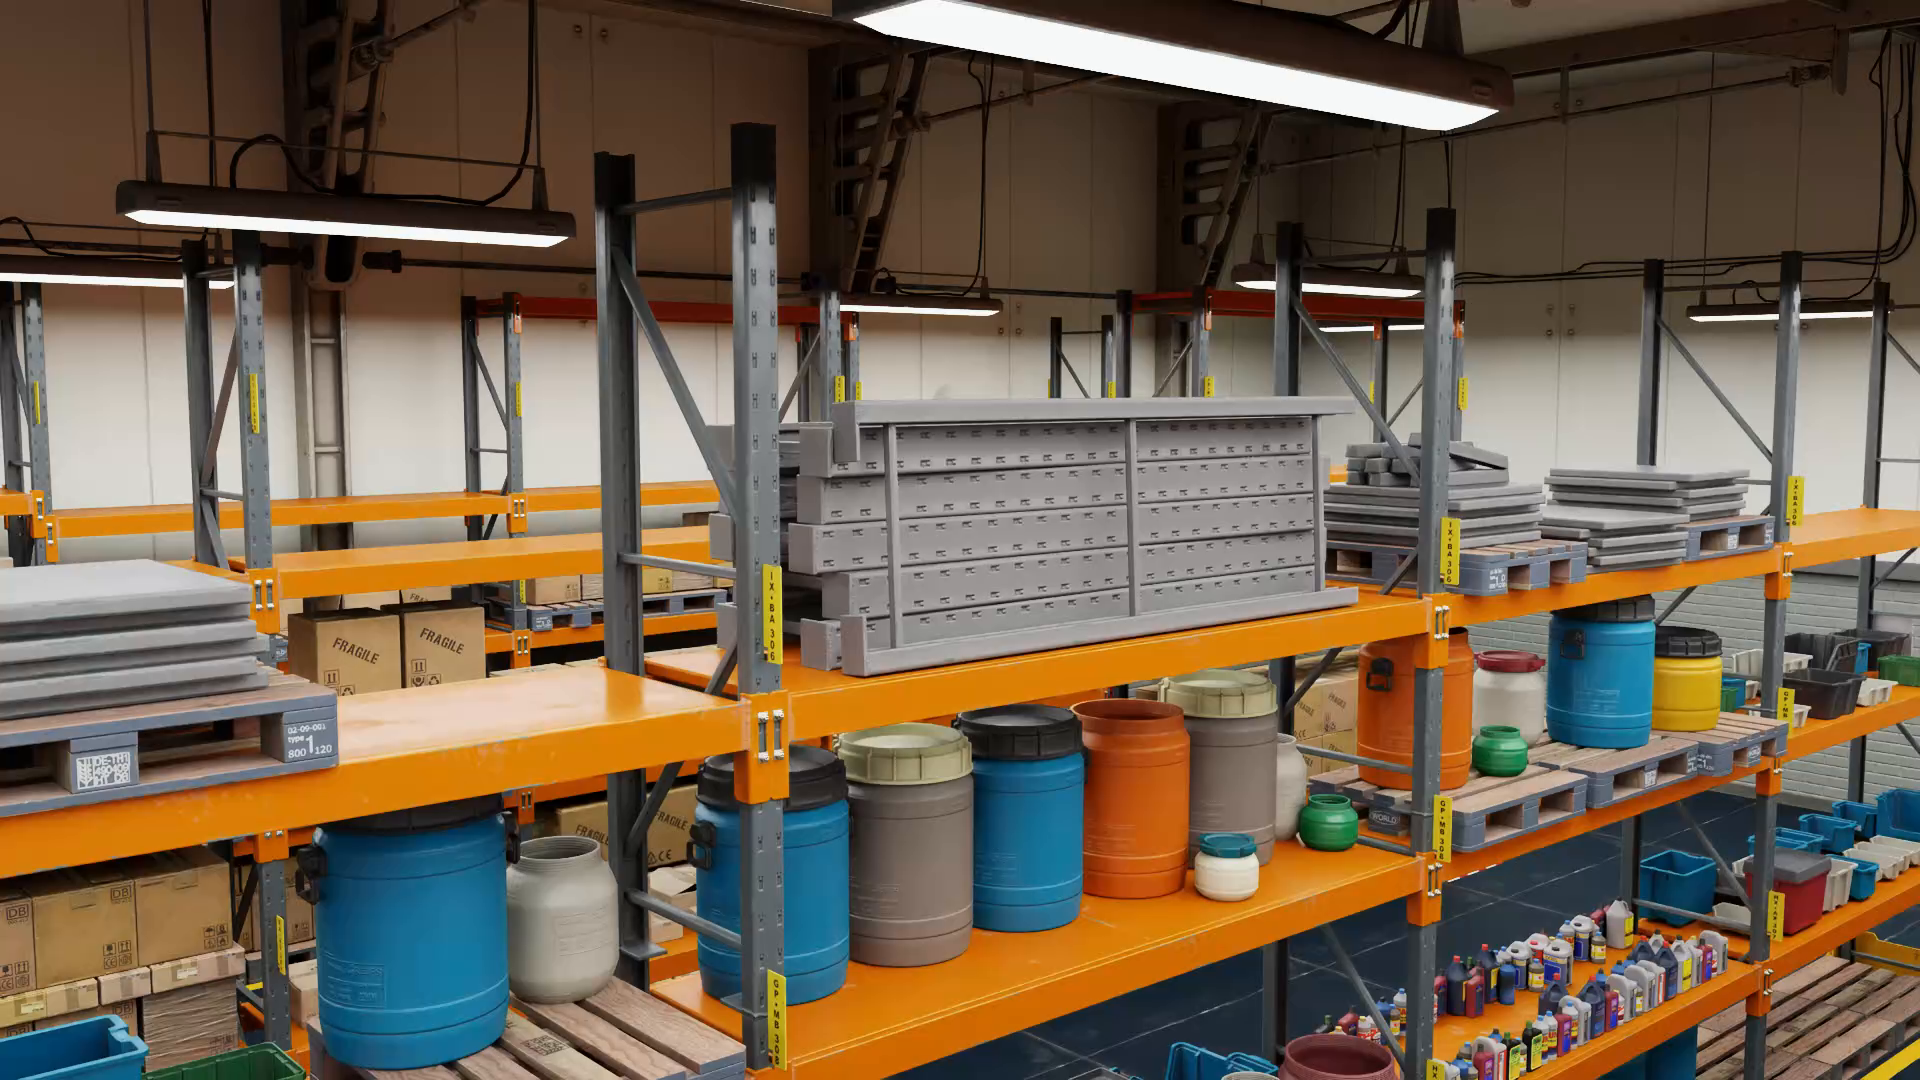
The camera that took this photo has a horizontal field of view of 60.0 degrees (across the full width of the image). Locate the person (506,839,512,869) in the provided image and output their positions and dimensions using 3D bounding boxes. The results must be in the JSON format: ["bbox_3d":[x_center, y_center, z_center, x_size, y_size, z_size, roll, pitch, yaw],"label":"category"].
[{"bbox_3d":[-3.642,3.069,13.183,0.660,1.715,0.653,4,7,40],"label":"person"}]
